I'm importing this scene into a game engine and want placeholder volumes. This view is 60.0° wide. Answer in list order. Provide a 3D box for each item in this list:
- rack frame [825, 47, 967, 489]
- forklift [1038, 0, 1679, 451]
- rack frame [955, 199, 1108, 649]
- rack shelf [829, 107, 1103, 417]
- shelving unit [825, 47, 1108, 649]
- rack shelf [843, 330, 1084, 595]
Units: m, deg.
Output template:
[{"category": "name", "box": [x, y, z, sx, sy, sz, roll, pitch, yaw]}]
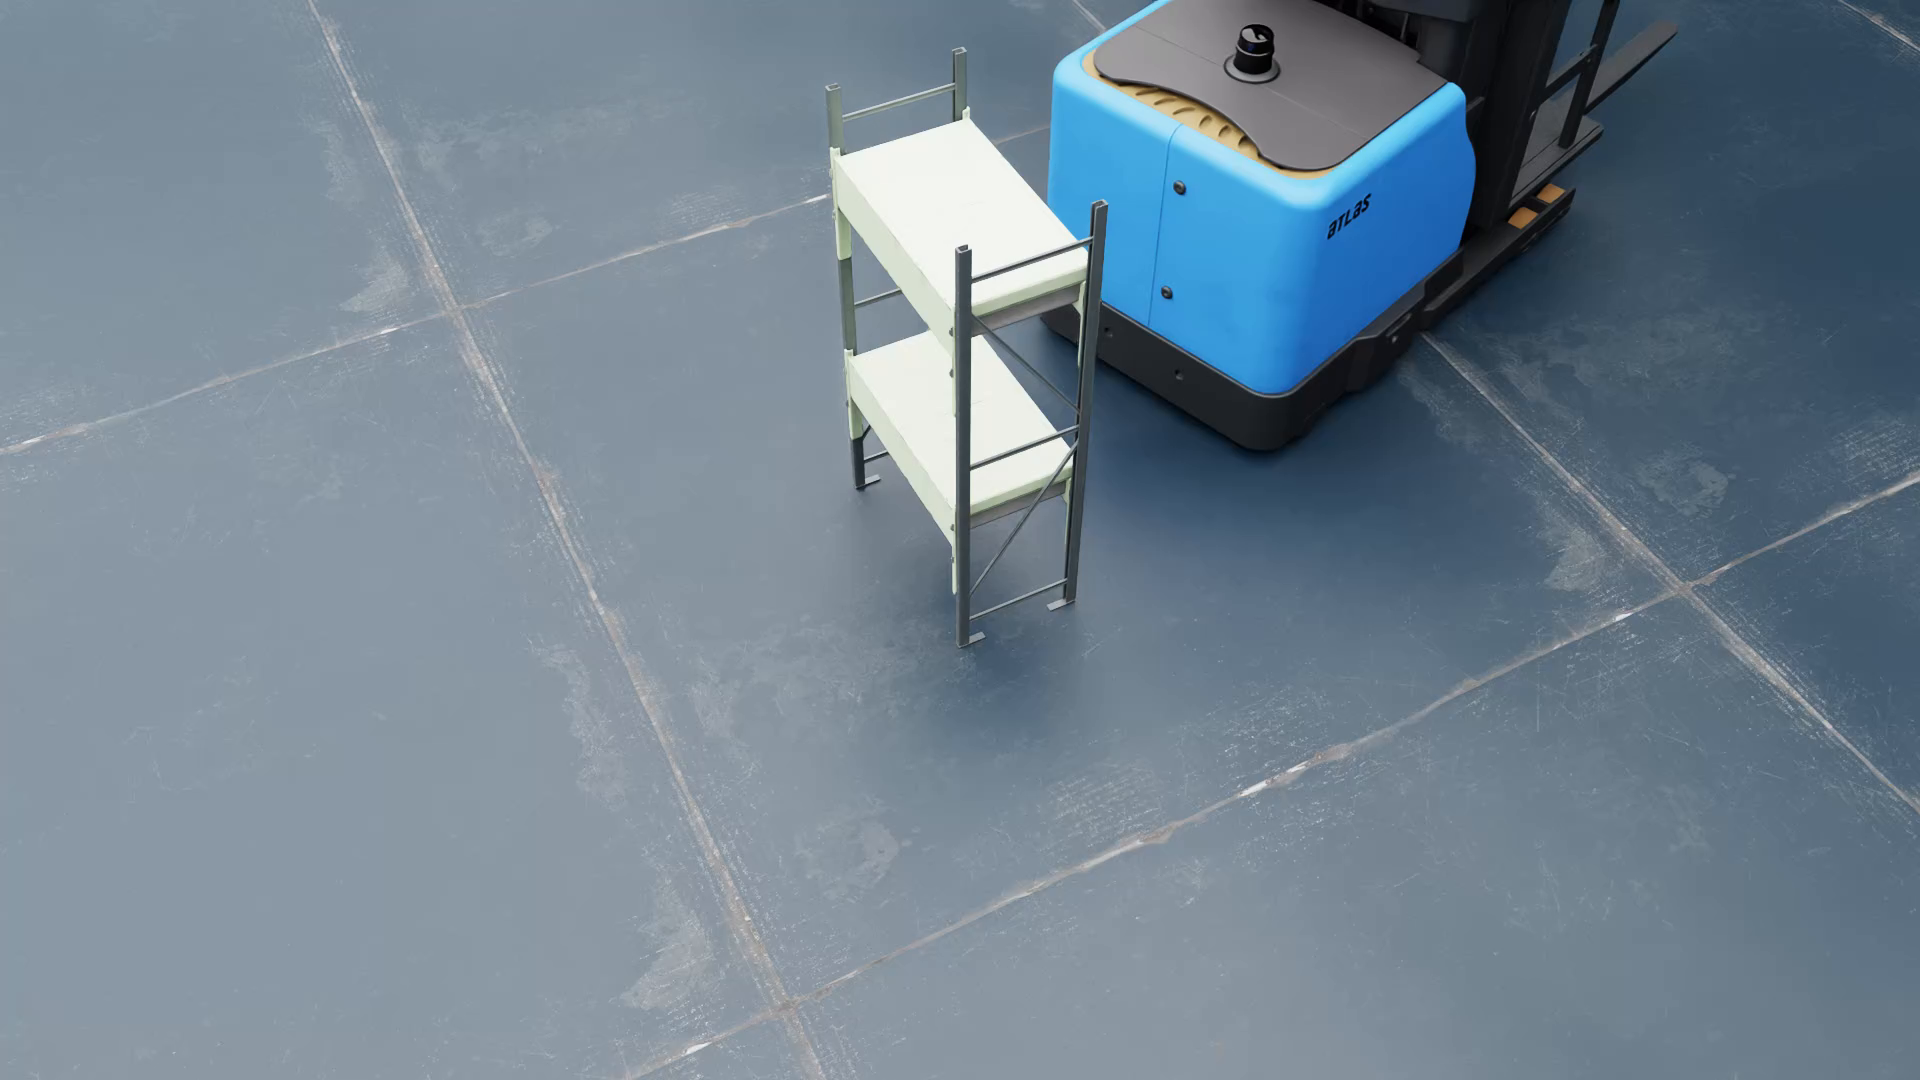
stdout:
[{"category": "rack frame", "box": [-0.164, -0.734, 4.896, 0.400, 1.500, 0.023, -21, 52, -18]}, {"category": "forklift", "box": [1.653, -2.272, 5.290, 1.130, 2.935, 3.031, 36, 58, 27]}, {"category": "rack frame", "box": [0.171, -0.244, 4.467, 0.400, 1.500, 0.023, -21, 52, -18]}, {"category": "rack shelf", "box": [0.003, -0.746, 4.388, 0.431, 0.370, 0.720, -21, 52, -18]}, {"category": "shelving unit", "box": [0.003, -0.489, 4.682, 0.431, 1.500, 0.755, -21, 52, -18]}, {"category": "rack shelf", "box": [0.003, -0.275, 4.927, 0.431, 0.370, 0.720, -21, 52, -18]}]
